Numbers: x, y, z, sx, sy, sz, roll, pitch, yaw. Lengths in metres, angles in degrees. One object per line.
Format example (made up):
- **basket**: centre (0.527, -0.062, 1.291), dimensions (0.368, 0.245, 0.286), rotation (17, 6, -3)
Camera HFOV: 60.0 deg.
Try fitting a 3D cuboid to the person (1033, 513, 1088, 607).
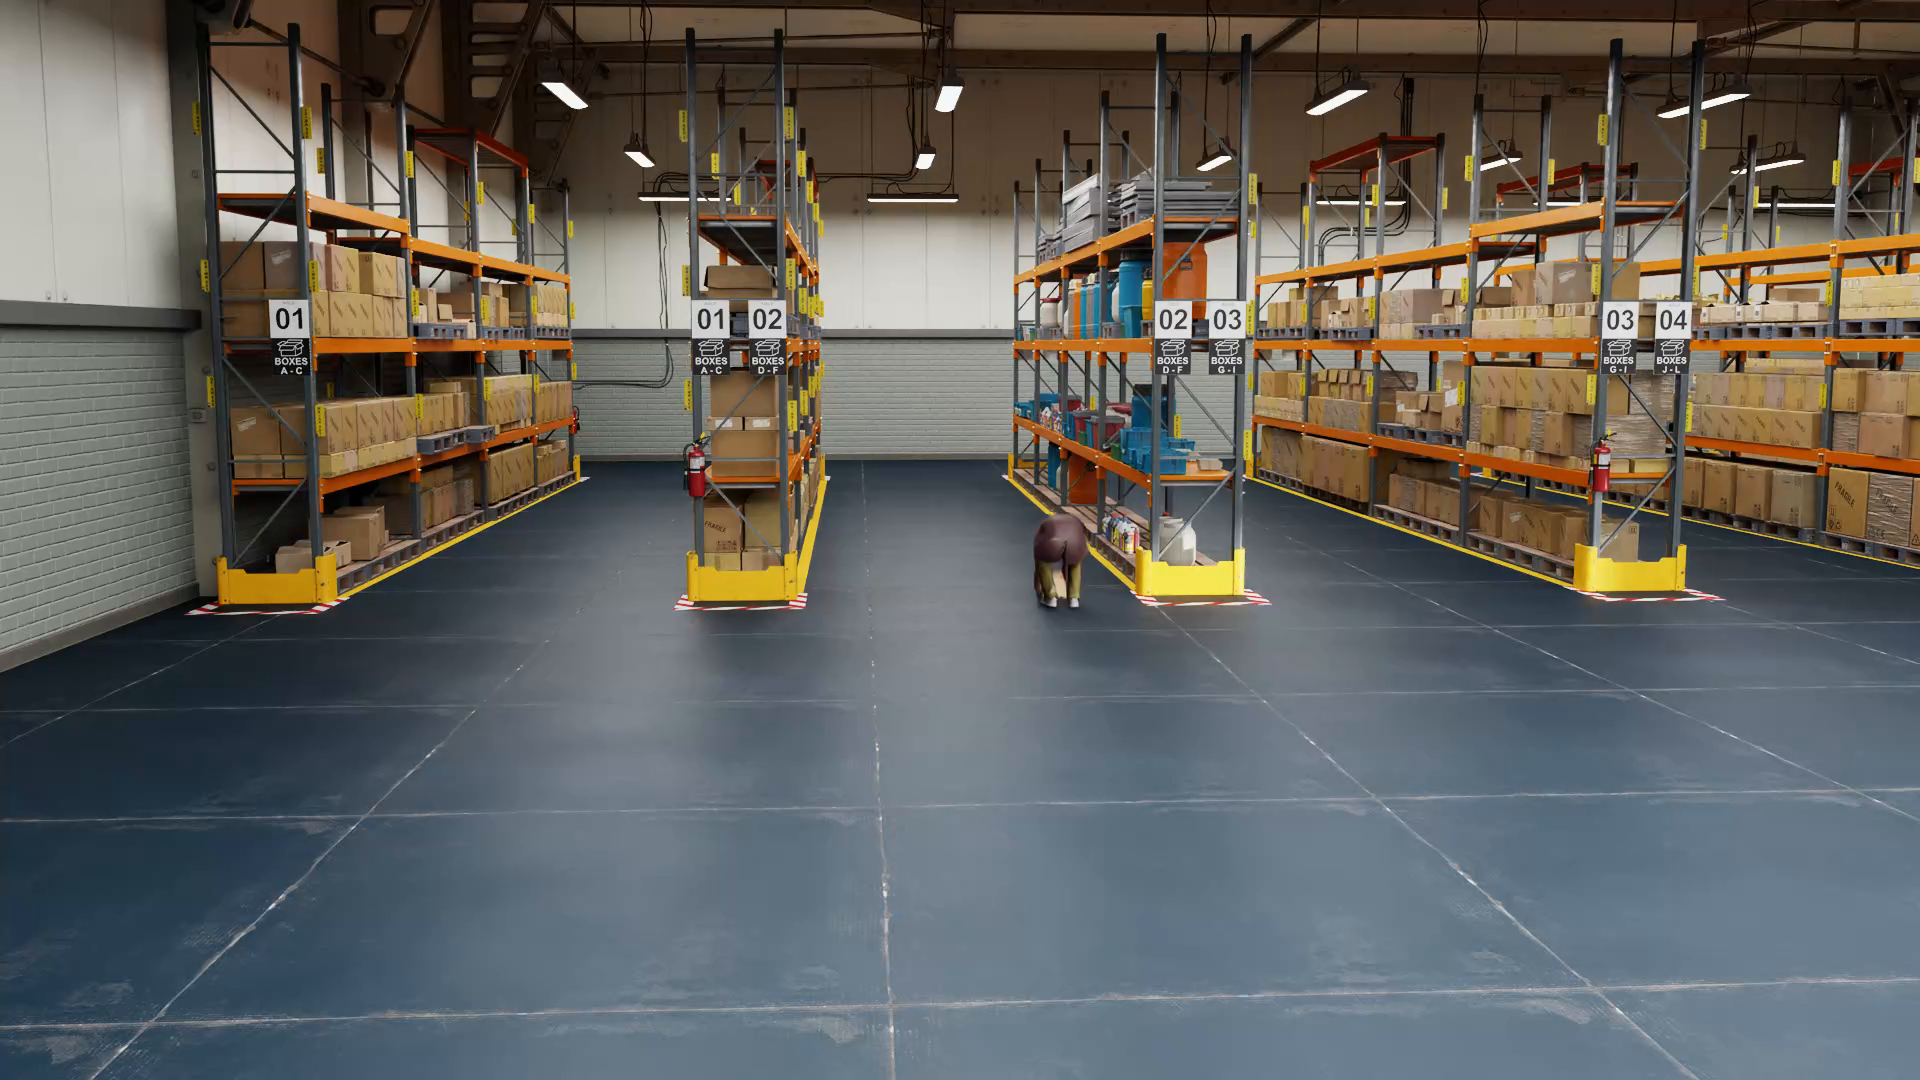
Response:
- **person**: centre (1.043, 0.188, 17.593), dimensions (0.585, 0.981, 0.942), rotation (-1, 7, -6)
